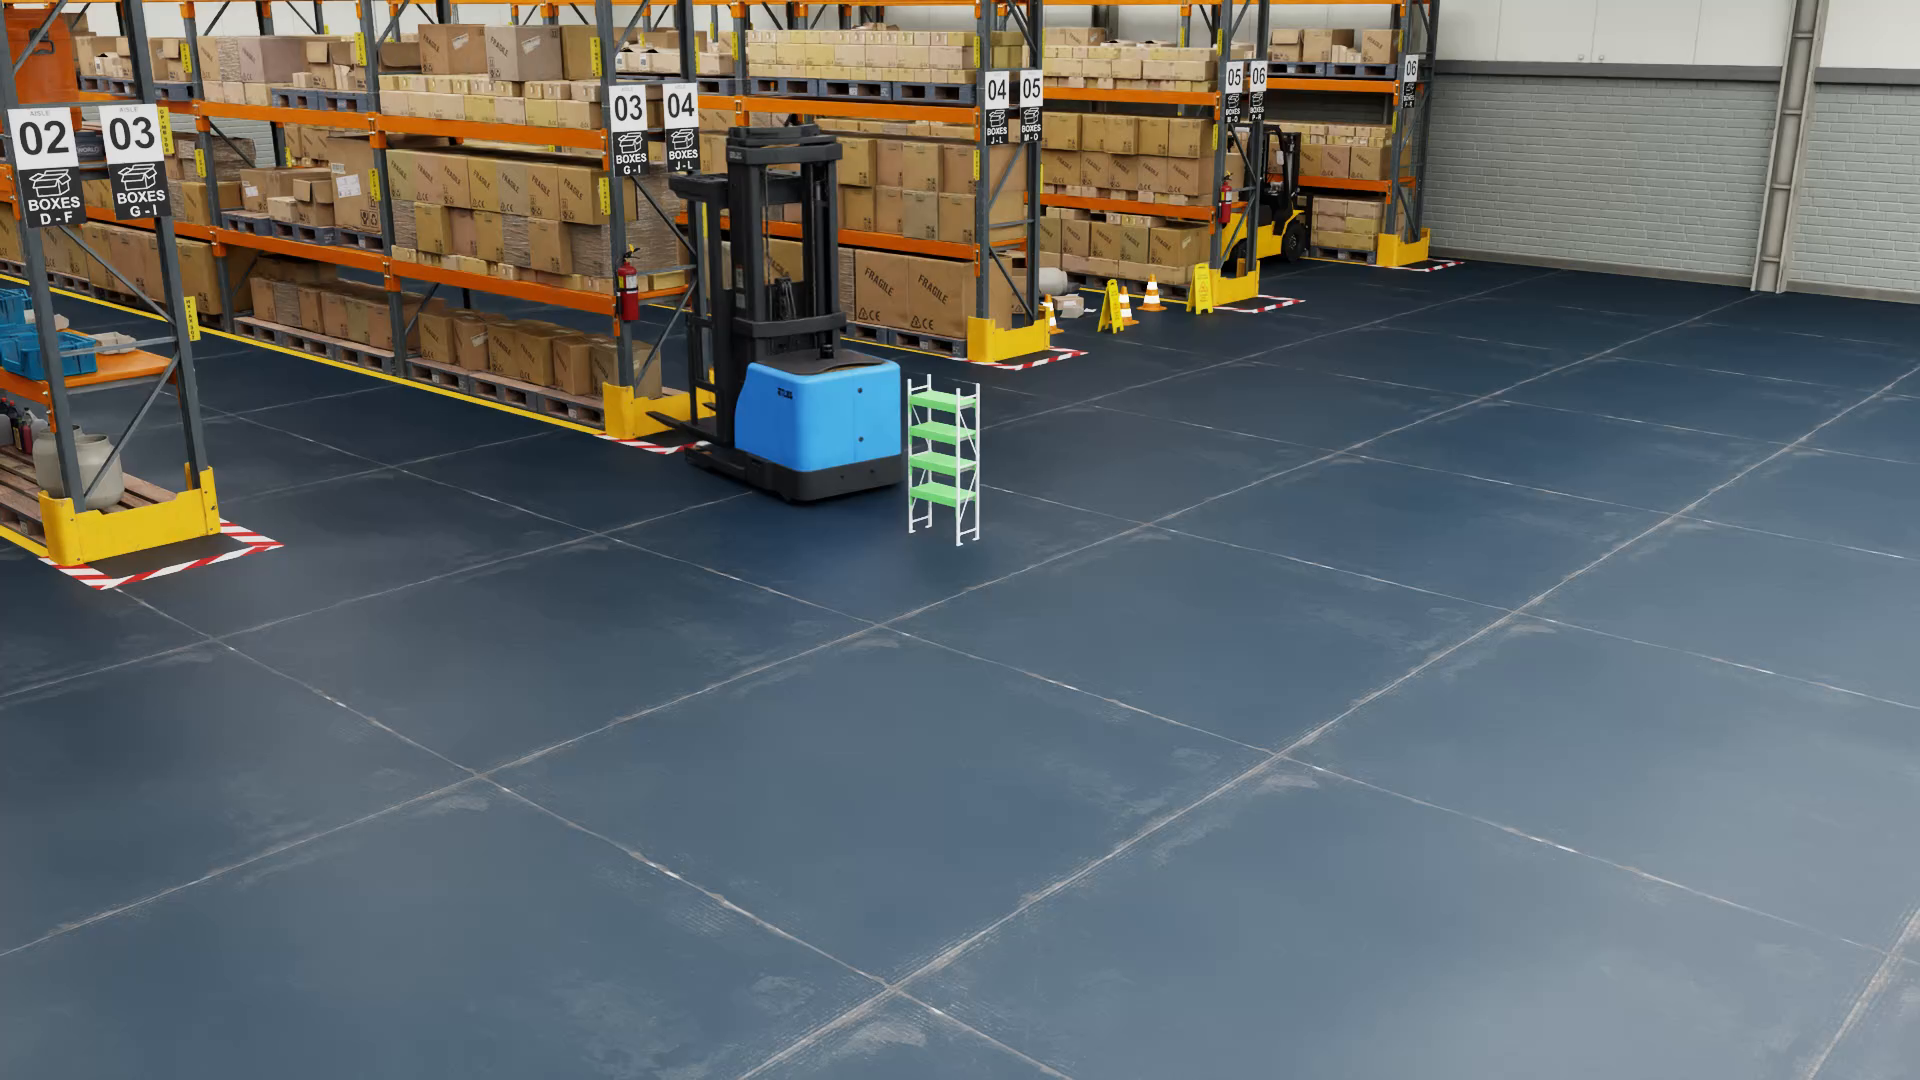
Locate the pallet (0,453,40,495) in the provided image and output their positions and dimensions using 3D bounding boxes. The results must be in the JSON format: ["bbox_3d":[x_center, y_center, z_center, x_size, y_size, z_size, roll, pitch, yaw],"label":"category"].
[{"bbox_3d":[-7.700,-0.477,13.764,1.213,0.211,1.003,15,23,39],"label":"pallet"}]

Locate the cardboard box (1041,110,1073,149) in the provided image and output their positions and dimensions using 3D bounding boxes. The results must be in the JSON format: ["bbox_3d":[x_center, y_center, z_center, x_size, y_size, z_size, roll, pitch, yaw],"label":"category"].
[{"bbox_3d":[1.327,-5.979,24.182,0.500,0.500,0.700,15,23,40],"label":"cardboard box"}]

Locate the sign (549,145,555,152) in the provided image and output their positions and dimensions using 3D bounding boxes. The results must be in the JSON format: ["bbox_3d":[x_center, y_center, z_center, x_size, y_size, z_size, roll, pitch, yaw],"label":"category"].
[{"bbox_3d":[-5.780,-5.610,23.547,0.005,0.325,0.100,15,23,39],"label":"sign"}]

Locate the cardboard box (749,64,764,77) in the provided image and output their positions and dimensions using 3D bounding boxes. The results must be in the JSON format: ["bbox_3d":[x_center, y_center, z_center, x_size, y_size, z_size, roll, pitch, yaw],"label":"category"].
[{"bbox_3d":[-2.389,-5.825,20.605,0.250,0.149,0.380,15,23,38],"label":"cardboard box"}]

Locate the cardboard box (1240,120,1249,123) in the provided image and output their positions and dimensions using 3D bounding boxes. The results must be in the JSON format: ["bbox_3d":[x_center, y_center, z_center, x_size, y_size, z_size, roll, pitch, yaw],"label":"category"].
[{"bbox_3d":[4.685,-6.893,27.642,0.250,0.149,0.380,16,23,40],"label":"cardboard box"}]

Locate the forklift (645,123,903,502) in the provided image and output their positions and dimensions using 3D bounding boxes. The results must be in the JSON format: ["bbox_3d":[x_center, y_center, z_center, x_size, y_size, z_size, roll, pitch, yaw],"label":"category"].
[{"bbox_3d":[-1.776,-2.089,14.350,1.130,2.935,3.031,-13,22,-36],"label":"forklift"}]

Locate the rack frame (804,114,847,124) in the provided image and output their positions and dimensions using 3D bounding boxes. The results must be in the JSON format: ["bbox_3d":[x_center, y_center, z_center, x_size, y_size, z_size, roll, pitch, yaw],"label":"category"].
[{"bbox_3d":[-2.217,-6.361,27.696,0.127,3.000,1.000,15,23,39],"label":"rack frame"}]

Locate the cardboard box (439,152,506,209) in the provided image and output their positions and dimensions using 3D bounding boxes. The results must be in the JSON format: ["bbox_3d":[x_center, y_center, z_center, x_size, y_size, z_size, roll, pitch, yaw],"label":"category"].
[{"bbox_3d":[-4.887,-3.633,16.791,0.500,0.500,0.500,15,23,39],"label":"cardboard box"}]

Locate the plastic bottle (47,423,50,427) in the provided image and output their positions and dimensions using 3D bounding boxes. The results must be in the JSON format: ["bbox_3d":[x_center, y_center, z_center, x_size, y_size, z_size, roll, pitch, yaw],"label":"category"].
[{"bbox_3d":[-7.731,-0.865,14.162,0.097,0.271,0.097,0,18,0],"label":"plastic bottle"}]

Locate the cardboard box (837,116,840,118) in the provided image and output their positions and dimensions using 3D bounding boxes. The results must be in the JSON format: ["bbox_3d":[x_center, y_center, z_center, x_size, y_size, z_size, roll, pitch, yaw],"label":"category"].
[{"bbox_3d":[-2.854,-9.075,34.763,0.500,0.500,0.500,14,23,38],"label":"cardboard box"}]

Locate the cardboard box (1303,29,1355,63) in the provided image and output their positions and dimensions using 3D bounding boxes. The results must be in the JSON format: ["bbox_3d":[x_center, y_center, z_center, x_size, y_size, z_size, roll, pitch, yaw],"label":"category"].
[{"bbox_3d":[5.866,-7.865,26.453,0.500,0.500,0.700,15,23,40],"label":"cardboard box"}]

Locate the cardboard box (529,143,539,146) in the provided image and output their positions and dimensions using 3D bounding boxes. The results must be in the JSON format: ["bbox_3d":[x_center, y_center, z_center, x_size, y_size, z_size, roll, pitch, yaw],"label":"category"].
[{"bbox_3d":[-6.225,-5.878,24.912,0.250,0.149,0.380,14,22,37],"label":"cardboard box"}]

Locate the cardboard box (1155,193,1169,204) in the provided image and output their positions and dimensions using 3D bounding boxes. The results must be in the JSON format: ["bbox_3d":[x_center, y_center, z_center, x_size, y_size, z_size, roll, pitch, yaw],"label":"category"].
[{"bbox_3d":[2.904,-4.744,23.015,0.250,0.149,0.380,15,23,38],"label":"cardboard box"}]

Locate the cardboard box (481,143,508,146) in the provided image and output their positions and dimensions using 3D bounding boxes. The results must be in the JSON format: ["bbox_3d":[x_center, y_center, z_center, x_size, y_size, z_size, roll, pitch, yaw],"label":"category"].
[{"bbox_3d":[-6.859,-5.785,24.620,0.250,0.149,0.380,15,23,39],"label":"cardboard box"}]

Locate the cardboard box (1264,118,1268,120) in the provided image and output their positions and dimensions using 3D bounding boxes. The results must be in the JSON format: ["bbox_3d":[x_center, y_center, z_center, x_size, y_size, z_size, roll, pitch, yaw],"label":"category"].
[{"bbox_3d":[5.101,-7.038,28.101,0.250,0.149,0.380,14,23,38],"label":"cardboard box"}]

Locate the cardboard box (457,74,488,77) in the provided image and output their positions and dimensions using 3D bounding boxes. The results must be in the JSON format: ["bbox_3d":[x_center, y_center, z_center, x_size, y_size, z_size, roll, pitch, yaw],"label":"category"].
[{"bbox_3d":[-4.984,-4.759,17.278,0.250,0.149,0.380,14,22,37],"label":"cardboard box"}]

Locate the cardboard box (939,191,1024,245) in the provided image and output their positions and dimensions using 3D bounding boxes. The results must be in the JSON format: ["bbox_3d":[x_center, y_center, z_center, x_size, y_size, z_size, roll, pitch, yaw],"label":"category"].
[{"bbox_3d":[0.249,-3.750,19.221,0.550,0.550,0.875,15,23,39],"label":"cardboard box"}]

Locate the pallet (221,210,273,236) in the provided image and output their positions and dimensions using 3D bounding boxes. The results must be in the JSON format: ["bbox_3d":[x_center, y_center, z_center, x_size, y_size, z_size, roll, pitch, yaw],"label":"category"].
[{"bbox_3d":[-8.191,-3.908,20.285,1.003,0.211,1.213,15,23,39],"label":"pallet"}]

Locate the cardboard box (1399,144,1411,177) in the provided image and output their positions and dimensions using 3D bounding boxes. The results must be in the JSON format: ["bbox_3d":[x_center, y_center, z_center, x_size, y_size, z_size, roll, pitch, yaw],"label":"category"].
[{"bbox_3d":[6.872,-6.088,26.671,0.500,0.500,0.500,16,24,41],"label":"cardboard box"}]

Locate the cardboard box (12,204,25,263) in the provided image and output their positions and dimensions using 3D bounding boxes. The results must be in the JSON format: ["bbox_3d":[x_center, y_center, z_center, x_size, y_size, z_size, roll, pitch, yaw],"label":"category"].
[{"bbox_3d":[-13.566,-4.619,25.026,0.875,0.875,0.875,15,23,39],"label":"cardboard box"}]

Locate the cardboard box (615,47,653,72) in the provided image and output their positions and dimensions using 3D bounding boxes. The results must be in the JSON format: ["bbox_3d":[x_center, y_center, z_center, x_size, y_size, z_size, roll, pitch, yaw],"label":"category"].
[{"bbox_3d":[-4.273,-6.457,22.327,0.500,0.311,0.500,15,23,38],"label":"cardboard box"}]

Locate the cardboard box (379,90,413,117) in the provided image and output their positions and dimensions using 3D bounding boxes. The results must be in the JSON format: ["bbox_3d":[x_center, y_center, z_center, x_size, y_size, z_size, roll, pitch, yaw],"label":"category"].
[{"bbox_3d":[-5.637,-4.525,17.202,0.500,0.250,0.500,14,22,37],"label":"cardboard box"}]

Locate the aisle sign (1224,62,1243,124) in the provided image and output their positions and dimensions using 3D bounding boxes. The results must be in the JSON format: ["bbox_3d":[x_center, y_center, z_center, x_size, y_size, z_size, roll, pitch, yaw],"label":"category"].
[{"bbox_3d":[3.620,-5.916,21.995,0.004,0.787,0.394,15,23,39],"label":"aisle sign"}]

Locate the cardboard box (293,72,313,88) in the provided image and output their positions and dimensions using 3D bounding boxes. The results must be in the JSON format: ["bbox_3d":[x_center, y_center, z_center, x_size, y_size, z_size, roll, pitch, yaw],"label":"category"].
[{"bbox_3d":[-7.272,-5.188,18.733,0.250,0.166,0.380,14,22,38],"label":"cardboard box"}]

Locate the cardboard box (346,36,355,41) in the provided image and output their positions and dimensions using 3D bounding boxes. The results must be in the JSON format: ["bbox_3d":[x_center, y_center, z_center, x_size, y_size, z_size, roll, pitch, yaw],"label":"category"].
[{"bbox_3d":[-9.620,-8.019,26.723,0.250,0.149,0.380,14,22,37],"label":"cardboard box"}]

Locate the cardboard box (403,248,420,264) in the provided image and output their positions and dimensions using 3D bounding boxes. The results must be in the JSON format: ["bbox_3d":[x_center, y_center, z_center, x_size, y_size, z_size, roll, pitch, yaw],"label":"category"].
[{"bbox_3d":[-5.664,-3.031,17.620,0.250,0.149,0.380,15,23,39],"label":"cardboard box"}]

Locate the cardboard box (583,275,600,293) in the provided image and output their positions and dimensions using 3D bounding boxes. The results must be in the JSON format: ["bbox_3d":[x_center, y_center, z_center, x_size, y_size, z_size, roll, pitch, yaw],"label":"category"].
[{"bbox_3d":[-3.348,-2.453,15.799,0.250,0.149,0.380,15,23,39],"label":"cardboard box"}]

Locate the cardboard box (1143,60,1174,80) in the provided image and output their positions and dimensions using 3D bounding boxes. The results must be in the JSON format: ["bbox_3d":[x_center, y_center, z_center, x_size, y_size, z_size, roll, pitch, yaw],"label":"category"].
[{"bbox_3d":[2.838,-6.401,22.619,0.500,0.250,0.500,15,23,39],"label":"cardboard box"}]

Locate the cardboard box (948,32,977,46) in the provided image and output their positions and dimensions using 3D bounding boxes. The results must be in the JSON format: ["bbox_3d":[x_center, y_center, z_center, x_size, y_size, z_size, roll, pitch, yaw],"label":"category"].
[{"bbox_3d":[0.079,-5.543,18.398,0.250,0.149,0.380,15,23,40],"label":"cardboard box"}]

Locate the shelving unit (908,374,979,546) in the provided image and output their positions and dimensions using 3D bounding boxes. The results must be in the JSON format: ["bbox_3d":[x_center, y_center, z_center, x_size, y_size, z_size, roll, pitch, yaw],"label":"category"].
[{"bbox_3d":[-0.124,-0.605,12.535,0.503,1.200,0.258,15,23,39],"label":"shelving unit"}]

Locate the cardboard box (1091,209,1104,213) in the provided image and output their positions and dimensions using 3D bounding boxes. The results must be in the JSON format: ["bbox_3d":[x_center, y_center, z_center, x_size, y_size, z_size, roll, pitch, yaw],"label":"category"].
[{"bbox_3d":[2.530,-6.160,30.294,0.625,0.625,0.875,14,22,37],"label":"cardboard box"}]

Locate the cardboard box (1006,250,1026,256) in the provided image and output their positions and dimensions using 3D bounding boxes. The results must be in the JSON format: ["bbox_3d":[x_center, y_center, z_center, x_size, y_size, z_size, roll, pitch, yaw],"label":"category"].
[{"bbox_3d":[1.037,-4.268,24.952,0.500,0.250,0.500,14,22,37],"label":"cardboard box"}]

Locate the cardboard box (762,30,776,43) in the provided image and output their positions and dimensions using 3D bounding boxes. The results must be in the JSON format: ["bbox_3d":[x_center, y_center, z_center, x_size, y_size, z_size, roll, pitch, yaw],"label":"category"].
[{"bbox_3d":[-2.197,-6.154,20.324,0.250,0.149,0.380,15,23,39],"label":"cardboard box"}]

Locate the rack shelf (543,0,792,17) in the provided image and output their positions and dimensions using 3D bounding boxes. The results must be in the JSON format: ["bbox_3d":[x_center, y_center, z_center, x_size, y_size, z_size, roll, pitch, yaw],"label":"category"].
[{"bbox_3d":[-3.931,-7.145,22.099,4.000,0.370,1.077,15,23,39],"label":"rack shelf"}]

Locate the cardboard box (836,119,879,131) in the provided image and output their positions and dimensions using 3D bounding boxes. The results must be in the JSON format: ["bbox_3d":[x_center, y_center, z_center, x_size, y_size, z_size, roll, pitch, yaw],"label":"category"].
[{"bbox_3d":[-1.640,-6.505,26.798,0.500,0.500,0.500,17,24,42],"label":"cardboard box"}]

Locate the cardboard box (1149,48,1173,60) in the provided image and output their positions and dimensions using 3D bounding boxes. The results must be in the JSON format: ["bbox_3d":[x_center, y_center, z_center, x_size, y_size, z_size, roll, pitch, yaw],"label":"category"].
[{"bbox_3d":[2.791,-6.616,22.637,0.250,0.149,0.380,15,23,40],"label":"cardboard box"}]

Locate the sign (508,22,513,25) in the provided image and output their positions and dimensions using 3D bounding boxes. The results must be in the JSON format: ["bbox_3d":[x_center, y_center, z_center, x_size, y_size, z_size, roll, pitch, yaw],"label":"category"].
[{"bbox_3d":[-8.574,-9.727,31.767,0.005,0.325,0.100,15,23,39],"label":"sign"}]

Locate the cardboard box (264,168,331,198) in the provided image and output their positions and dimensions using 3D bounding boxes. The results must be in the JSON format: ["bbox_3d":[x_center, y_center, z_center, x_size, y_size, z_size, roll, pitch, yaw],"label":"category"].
[{"bbox_3d":[-7.881,-4.178,19.957,0.700,0.500,0.500,-14,22,-38],"label":"cardboard box"}]

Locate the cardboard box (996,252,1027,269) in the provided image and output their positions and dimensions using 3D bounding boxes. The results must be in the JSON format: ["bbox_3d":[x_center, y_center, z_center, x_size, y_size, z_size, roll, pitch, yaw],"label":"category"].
[{"bbox_3d":[0.673,-3.844,23.895,0.500,0.500,0.500,-3,18,-8],"label":"cardboard box"}]

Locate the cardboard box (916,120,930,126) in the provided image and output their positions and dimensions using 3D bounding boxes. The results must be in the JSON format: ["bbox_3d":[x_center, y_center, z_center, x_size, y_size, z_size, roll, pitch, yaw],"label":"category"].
[{"bbox_3d":[-0.465,-6.483,25.658,0.250,0.149,0.380,14,22,37],"label":"cardboard box"}]

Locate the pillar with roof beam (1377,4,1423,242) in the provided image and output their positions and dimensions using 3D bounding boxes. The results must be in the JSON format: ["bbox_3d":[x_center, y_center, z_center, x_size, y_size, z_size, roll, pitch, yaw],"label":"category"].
[{"bbox_3d":[4.278,-8.107,23.282,0.400,9.000,9.100,15,23,39],"label":"pillar with roof beam"}]

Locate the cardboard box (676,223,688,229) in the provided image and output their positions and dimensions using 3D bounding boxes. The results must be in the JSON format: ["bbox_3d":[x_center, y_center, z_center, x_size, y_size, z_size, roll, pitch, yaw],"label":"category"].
[{"bbox_3d":[-4.375,-4.031,23.379,0.750,0.750,1.050,15,23,40],"label":"cardboard box"}]

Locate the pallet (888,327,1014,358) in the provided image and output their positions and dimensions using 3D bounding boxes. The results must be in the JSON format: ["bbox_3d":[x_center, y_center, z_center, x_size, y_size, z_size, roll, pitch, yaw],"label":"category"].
[{"bbox_3d":[-0.094,-2.428,19.913,1.213,0.211,1.003,15,23,39],"label":"pallet"}]

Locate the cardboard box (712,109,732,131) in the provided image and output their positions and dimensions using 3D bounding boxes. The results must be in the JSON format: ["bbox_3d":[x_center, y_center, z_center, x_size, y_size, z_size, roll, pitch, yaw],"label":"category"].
[{"bbox_3d":[-3.908,-7.235,28.633,0.500,0.500,0.500,15,23,38],"label":"cardboard box"}]

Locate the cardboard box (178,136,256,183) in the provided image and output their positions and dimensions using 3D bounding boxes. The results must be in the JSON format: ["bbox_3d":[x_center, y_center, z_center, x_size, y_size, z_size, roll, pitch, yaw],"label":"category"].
[{"bbox_3d":[-9.331,-4.795,20.938,0.637,0.503,0.797,16,24,41],"label":"cardboard box"}]

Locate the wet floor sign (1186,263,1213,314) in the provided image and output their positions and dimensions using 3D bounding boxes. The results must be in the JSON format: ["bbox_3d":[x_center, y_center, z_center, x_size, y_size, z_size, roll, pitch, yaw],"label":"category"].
[{"bbox_3d":[3.198,-3.352,22.107,0.267,0.644,0.232,-9,20,-27],"label":"wet floor sign"}]

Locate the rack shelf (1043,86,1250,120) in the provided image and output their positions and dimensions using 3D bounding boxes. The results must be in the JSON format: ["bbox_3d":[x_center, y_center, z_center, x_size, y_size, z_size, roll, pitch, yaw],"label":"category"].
[{"bbox_3d":[2.270,-6.243,23.555,4.000,0.370,1.077,15,23,39],"label":"rack shelf"}]

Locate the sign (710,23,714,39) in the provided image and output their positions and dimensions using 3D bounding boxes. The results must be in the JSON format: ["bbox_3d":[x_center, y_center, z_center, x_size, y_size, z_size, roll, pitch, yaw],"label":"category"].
[{"bbox_3d":[-5.269,-10.814,35.325,0.005,0.325,0.100,15,23,39],"label":"sign"}]

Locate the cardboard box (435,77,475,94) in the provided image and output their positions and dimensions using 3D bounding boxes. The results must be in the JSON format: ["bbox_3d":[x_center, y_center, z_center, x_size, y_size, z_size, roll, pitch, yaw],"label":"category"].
[{"bbox_3d":[-4.978,-4.519,16.522,0.250,0.149,0.380,14,23,38],"label":"cardboard box"}]

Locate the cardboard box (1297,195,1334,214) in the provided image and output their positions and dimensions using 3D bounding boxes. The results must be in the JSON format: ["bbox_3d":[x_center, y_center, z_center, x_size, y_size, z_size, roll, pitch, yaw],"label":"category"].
[{"bbox_3d":[5.737,-5.467,27.076,0.500,0.250,0.500,15,23,40],"label":"cardboard box"}]

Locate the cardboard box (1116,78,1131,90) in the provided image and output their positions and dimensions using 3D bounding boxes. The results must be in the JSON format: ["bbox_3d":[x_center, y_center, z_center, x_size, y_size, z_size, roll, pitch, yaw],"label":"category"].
[{"bbox_3d":[2.375,-6.336,23.075,0.250,0.149,0.380,14,22,38],"label":"cardboard box"}]

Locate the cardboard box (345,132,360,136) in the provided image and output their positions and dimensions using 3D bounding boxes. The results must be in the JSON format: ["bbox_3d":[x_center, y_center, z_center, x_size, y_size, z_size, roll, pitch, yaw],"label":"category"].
[{"bbox_3d":[-9.727,-6.451,27.323,0.500,0.500,0.500,15,23,39],"label":"cardboard box"}]

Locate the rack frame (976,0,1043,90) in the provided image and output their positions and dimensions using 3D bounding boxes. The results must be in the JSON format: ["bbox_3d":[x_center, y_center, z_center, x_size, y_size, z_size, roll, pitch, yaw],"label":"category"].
[{"bbox_3d":[0.556,-6.474,18.134,0.127,3.000,1.000,15,23,39],"label":"rack frame"}]

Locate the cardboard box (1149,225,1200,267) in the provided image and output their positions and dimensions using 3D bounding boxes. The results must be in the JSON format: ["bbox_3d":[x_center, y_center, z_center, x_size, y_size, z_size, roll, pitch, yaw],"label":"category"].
[{"bbox_3d":[2.994,-4.103,23.194,0.500,0.500,0.500,15,23,40],"label":"cardboard box"}]

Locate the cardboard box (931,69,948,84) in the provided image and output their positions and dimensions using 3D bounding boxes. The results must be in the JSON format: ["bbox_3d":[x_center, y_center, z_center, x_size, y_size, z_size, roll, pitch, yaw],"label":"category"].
[{"bbox_3d":[-0.105,-5.213,18.676,0.250,0.149,0.380,15,23,40],"label":"cardboard box"}]

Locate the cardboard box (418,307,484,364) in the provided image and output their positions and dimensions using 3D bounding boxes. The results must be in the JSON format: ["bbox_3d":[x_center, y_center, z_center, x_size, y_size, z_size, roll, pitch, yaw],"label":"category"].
[{"bbox_3d":[-5.531,-2.235,18.133,0.500,0.500,0.500,14,22,38],"label":"cardboard box"}]

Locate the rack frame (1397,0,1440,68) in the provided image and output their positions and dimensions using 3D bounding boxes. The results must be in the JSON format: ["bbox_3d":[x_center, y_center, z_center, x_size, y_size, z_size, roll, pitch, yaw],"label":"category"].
[{"bbox_3d":[7.058,-8.738,25.268,0.127,3.000,1.000,15,23,39],"label":"rack frame"}]

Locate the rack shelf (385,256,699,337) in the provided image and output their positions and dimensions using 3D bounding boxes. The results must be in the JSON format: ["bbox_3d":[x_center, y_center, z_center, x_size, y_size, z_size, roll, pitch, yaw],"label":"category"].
[{"bbox_3d":[-4.308,-2.571,16.944,4.000,0.370,1.077,15,23,39],"label":"rack shelf"}]
